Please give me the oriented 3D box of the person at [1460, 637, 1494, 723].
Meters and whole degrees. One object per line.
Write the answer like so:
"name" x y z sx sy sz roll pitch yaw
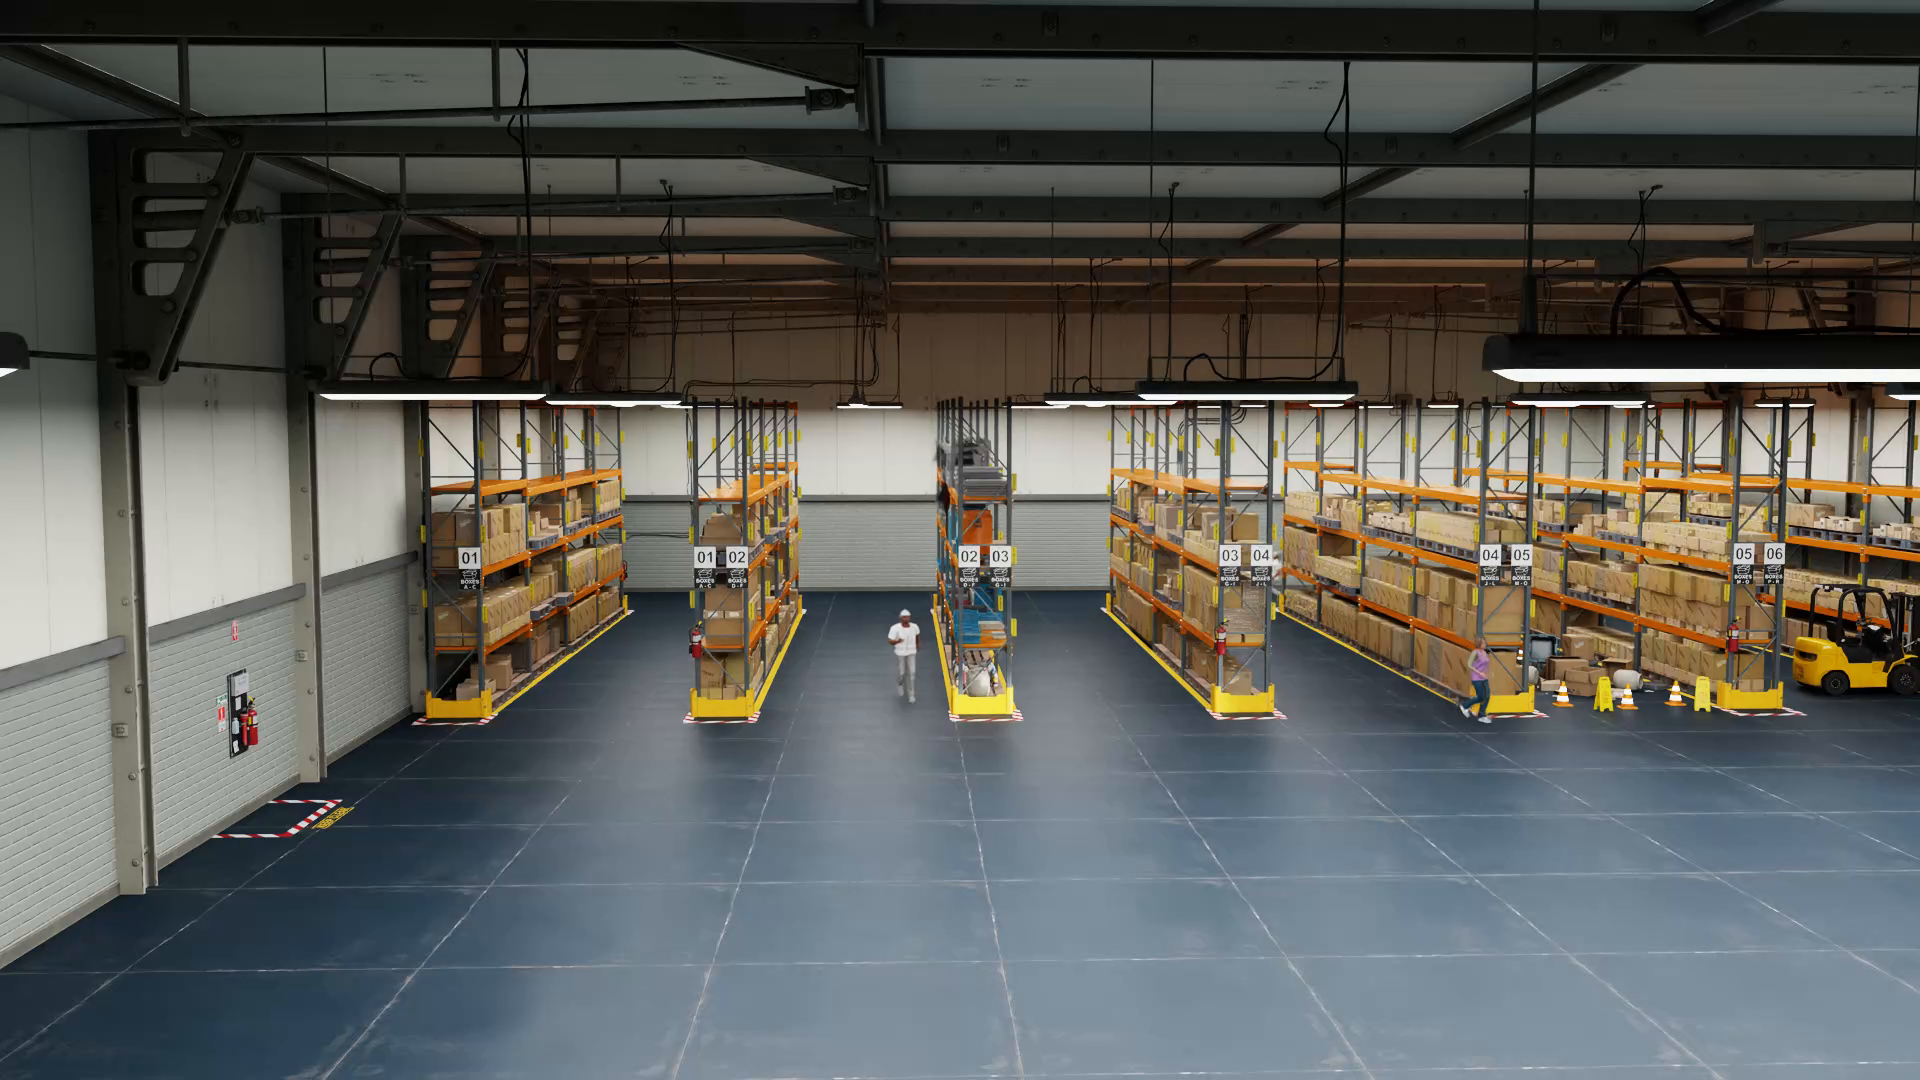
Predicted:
"person" 9.548 2.583 30.668 0.568 1.546 0.631 -4 6 -41

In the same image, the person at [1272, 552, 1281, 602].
"person" 9.167 1.130 49.052 0.806 1.596 0.671 1 5 13

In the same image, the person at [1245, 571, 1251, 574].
"person" 8.020 1.339 45.990 0.614 1.759 0.744 0 4 -1

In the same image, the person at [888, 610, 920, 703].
"person" -1.080 2.272 32.911 0.688 1.788 0.891 -1 5 -13

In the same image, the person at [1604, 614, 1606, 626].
"person" 16.372 1.600 42.571 0.548 1.655 0.563 0 4 -4
